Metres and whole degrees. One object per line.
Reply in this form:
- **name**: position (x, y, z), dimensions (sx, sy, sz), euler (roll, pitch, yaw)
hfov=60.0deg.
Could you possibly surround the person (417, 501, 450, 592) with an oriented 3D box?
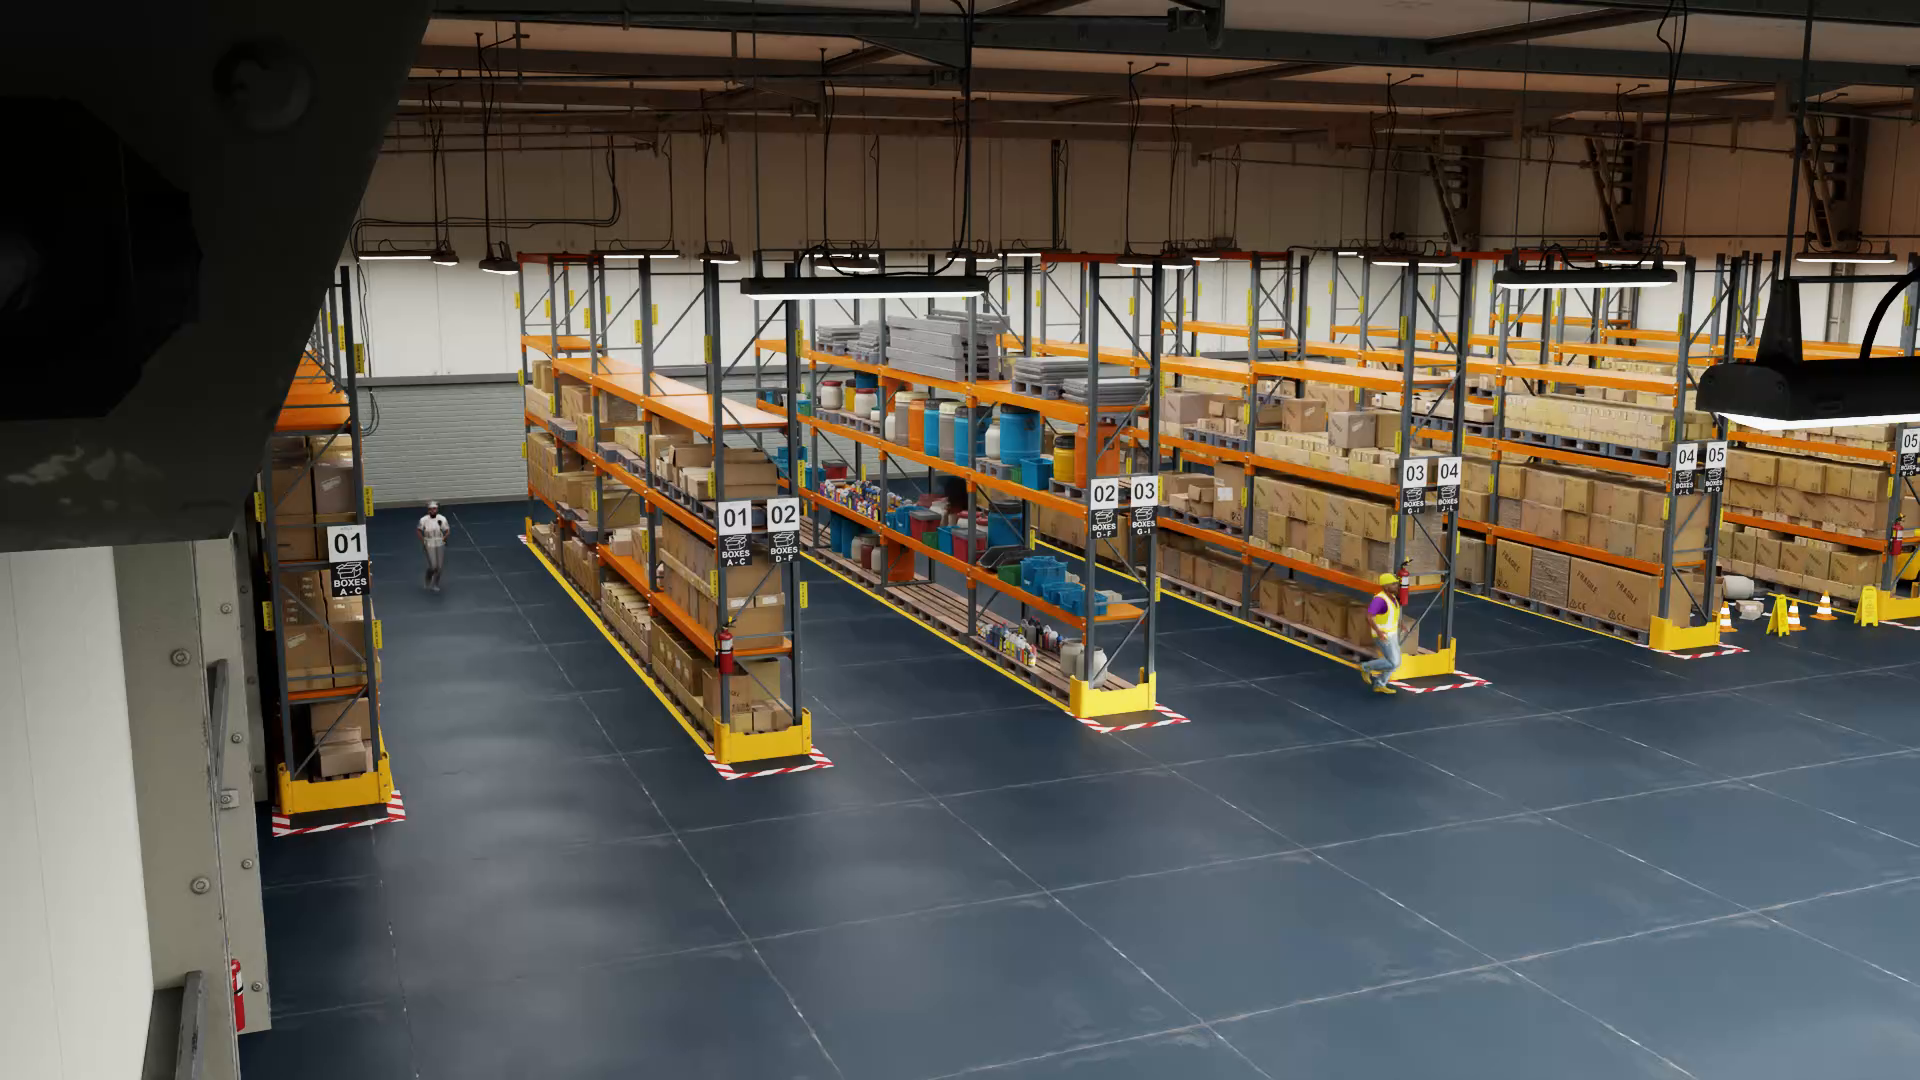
- **person**: position (-9.380, 0.119, 29.744), dimensions (0.561, 1.667, 0.567), euler (-5, 12, -26)

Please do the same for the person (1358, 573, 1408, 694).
- **person**: position (5.901, 1.301, 23.200), dimensions (0.597, 1.709, 0.717), euler (7, 12, 33)

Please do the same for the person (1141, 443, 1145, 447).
- **person**: position (4.152, -1.428, 38.377), dimensions (0.508, 1.648, 0.728), euler (-5, 12, -27)
